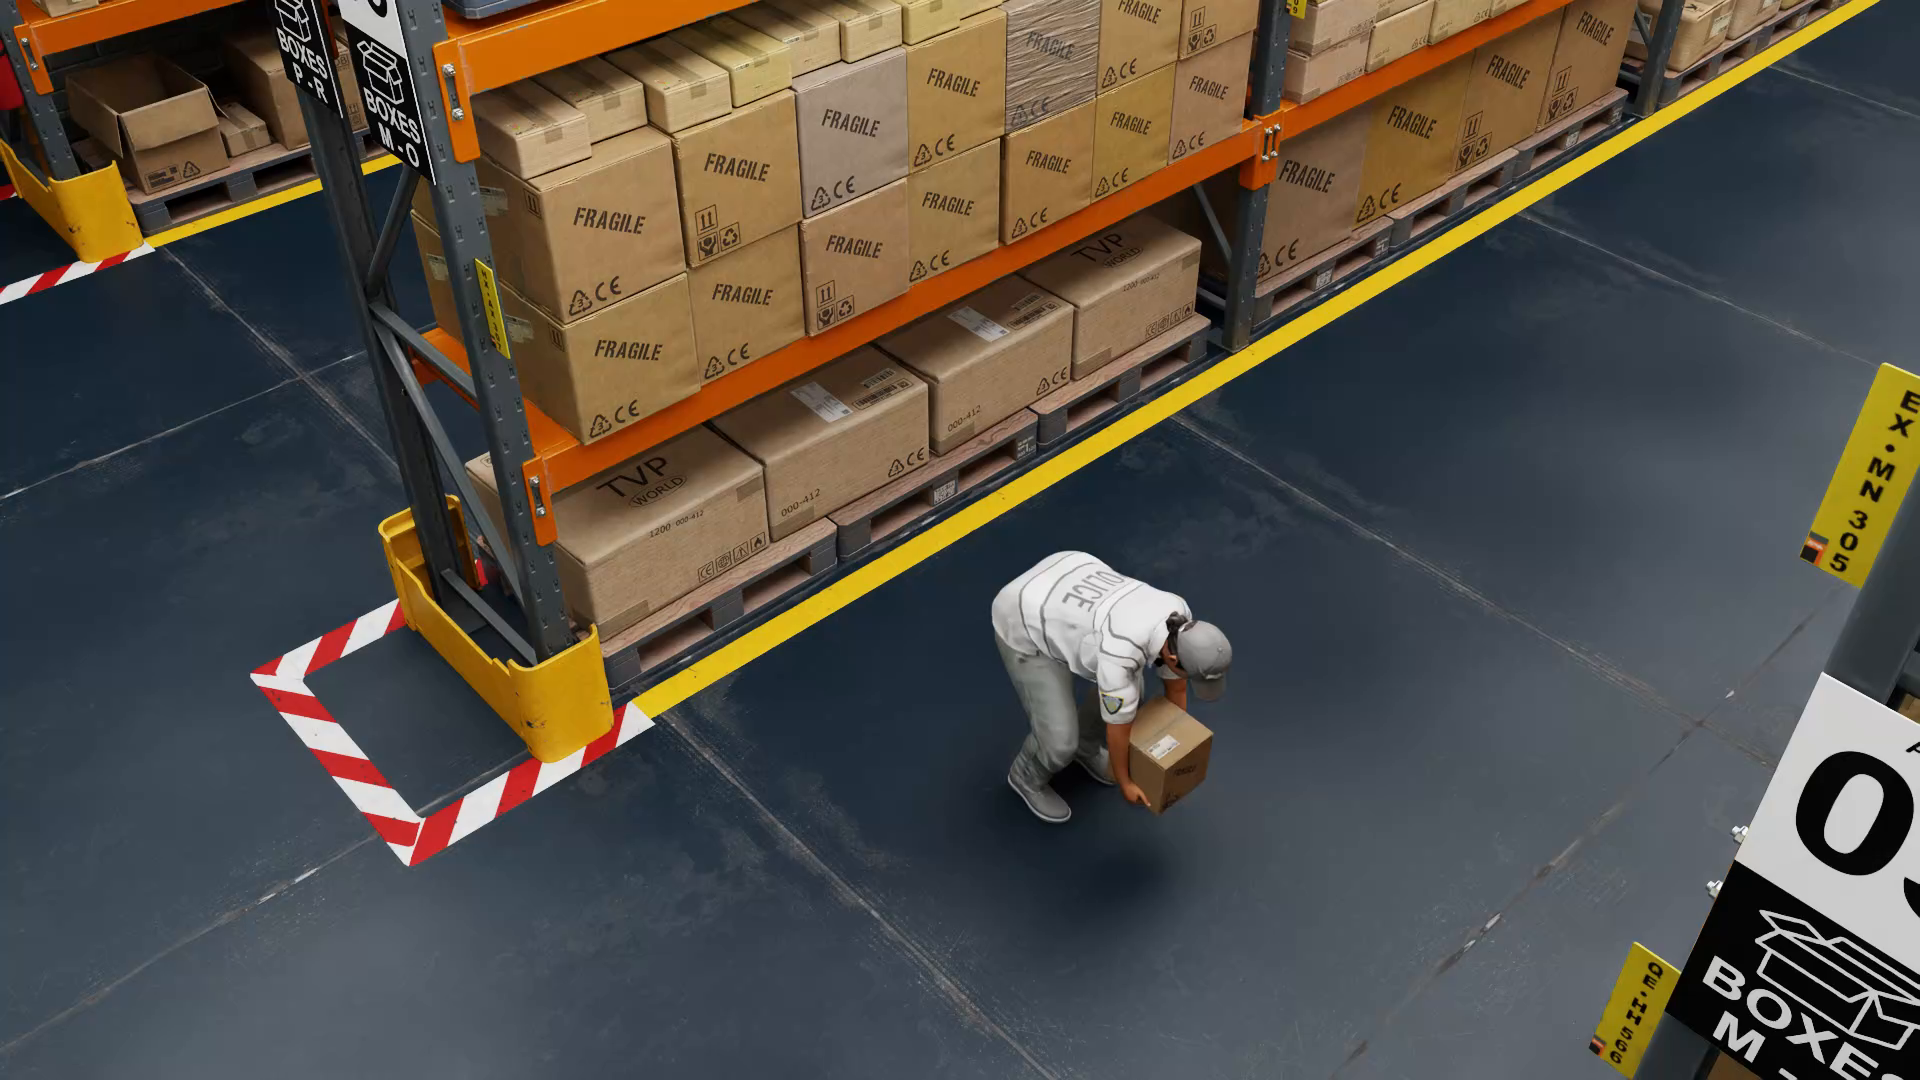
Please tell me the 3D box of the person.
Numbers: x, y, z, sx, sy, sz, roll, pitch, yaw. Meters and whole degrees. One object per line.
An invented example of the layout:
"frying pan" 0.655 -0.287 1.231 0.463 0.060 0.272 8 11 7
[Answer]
"person" 0.529 0.568 5.881 0.492 1.153 0.911 -33 50 -33
